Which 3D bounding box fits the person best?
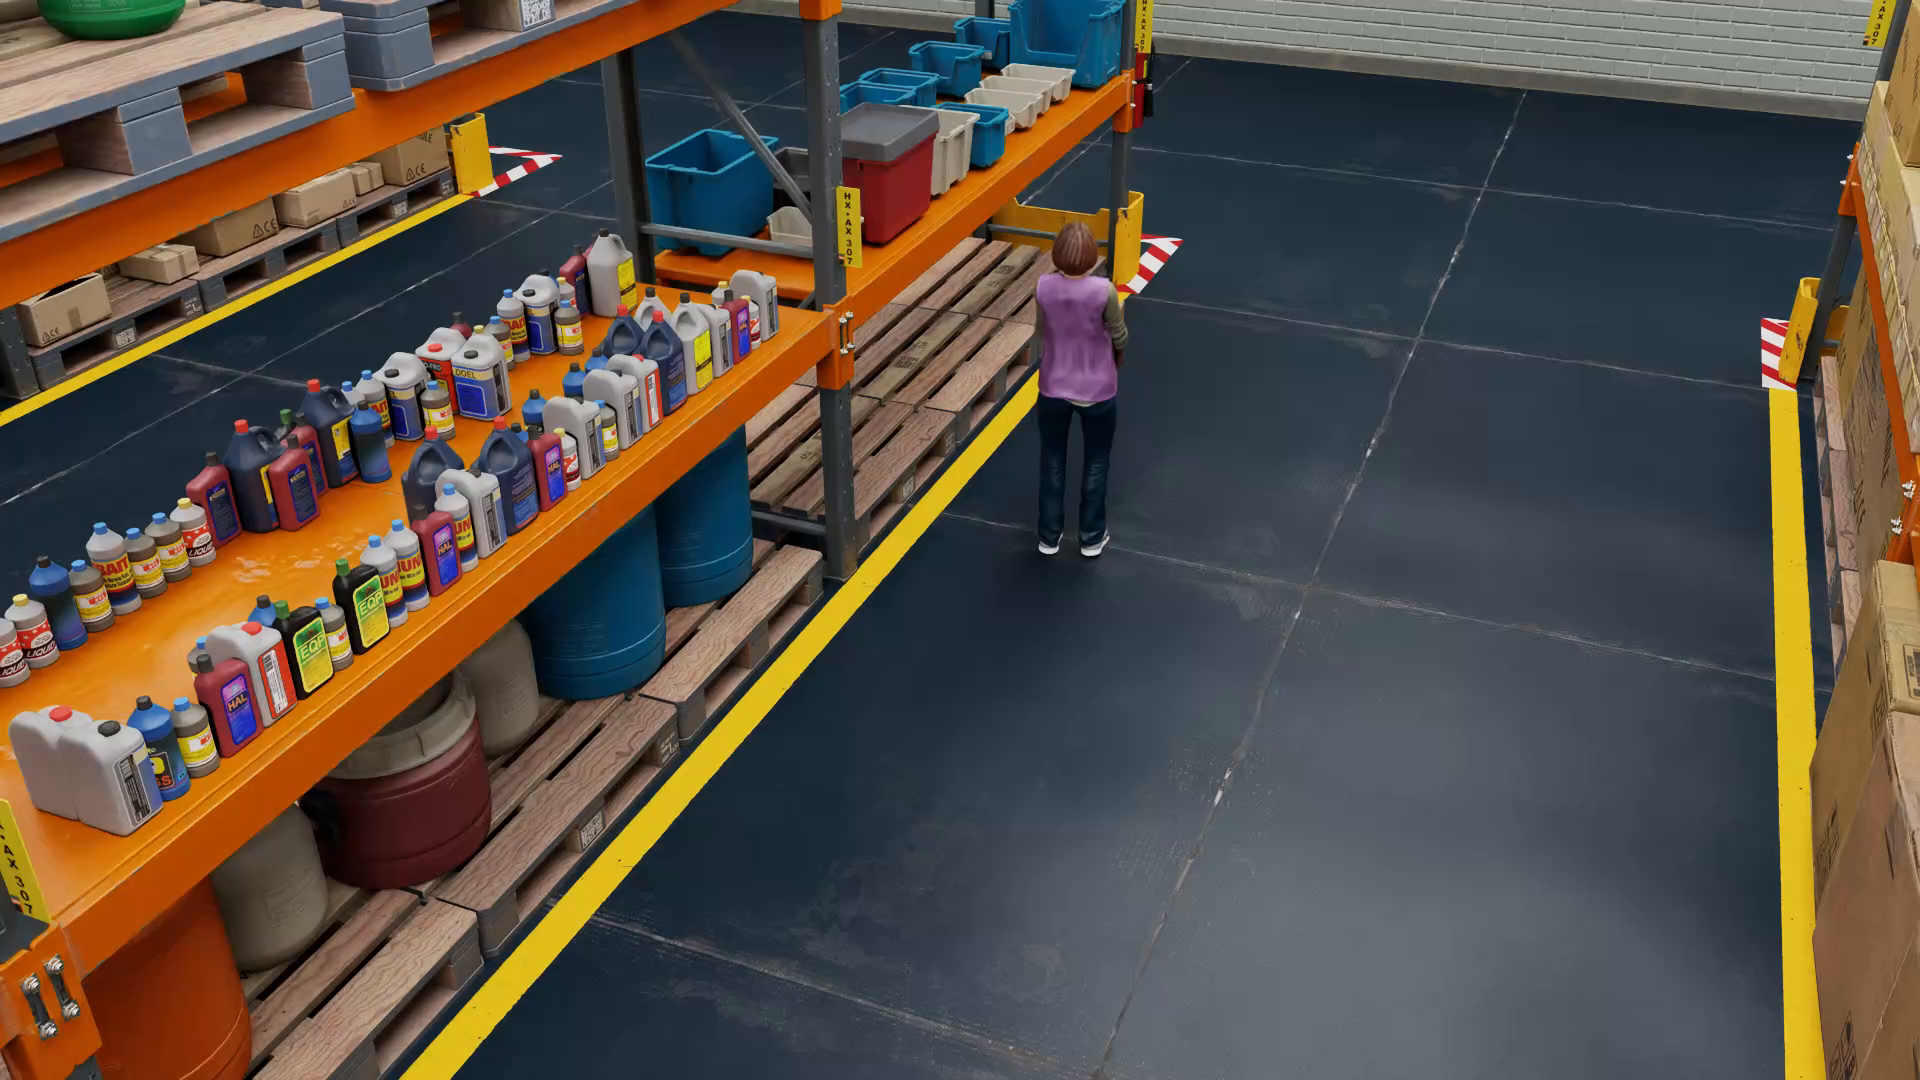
[{"bbox_3d":[0.526,-0.683,7.325,0.408,1.589,0.498,7,31,13],"label":"person"}]
